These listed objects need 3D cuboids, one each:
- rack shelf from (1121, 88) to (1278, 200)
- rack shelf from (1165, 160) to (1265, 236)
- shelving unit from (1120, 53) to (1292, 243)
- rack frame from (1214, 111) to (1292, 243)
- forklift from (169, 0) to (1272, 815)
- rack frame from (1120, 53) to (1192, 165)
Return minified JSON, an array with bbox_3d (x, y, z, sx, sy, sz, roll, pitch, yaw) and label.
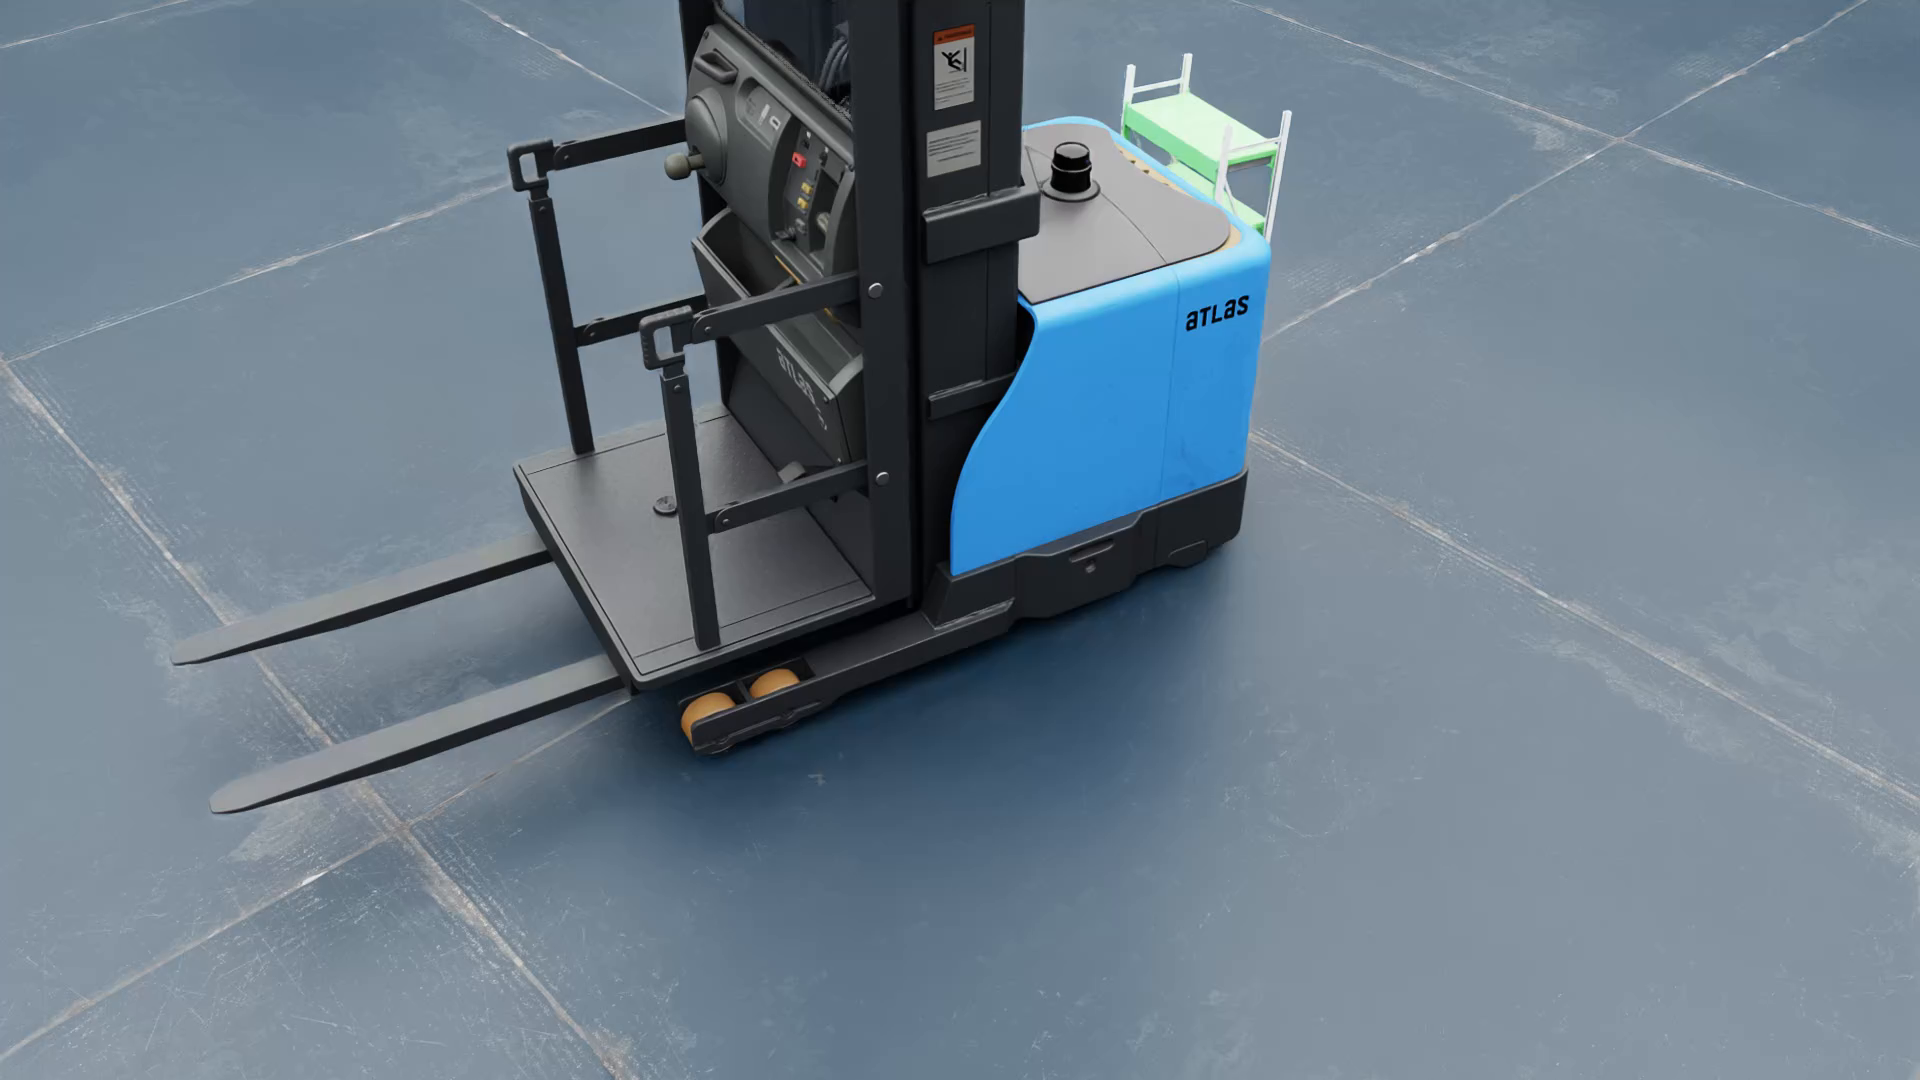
[{"bbox_3d":[0.740,-1.217,5.131,0.258,0.148,0.480,-18,42,-25],"label":"rack shelf"},{"bbox_3d":[0.731,-1.027,5.278,0.258,0.148,0.480,-18,42,-25],"label":"rack shelf"},{"bbox_3d":[0.723,-0.888,5.385,0.258,1.200,0.503,-18,42,-25],"label":"shelving unit"},{"bbox_3d":[0.848,-0.756,5.222,0.240,1.200,0.015,-18,42,-25],"label":"rack frame"},{"bbox_3d":[-0.664,-0.940,4.081,3.031,2.935,1.130,-19,43,-22],"label":"forklift"},{"bbox_3d":[0.599,-1.020,5.548,0.240,1.200,0.015,-18,42,-25],"label":"rack frame"}]
